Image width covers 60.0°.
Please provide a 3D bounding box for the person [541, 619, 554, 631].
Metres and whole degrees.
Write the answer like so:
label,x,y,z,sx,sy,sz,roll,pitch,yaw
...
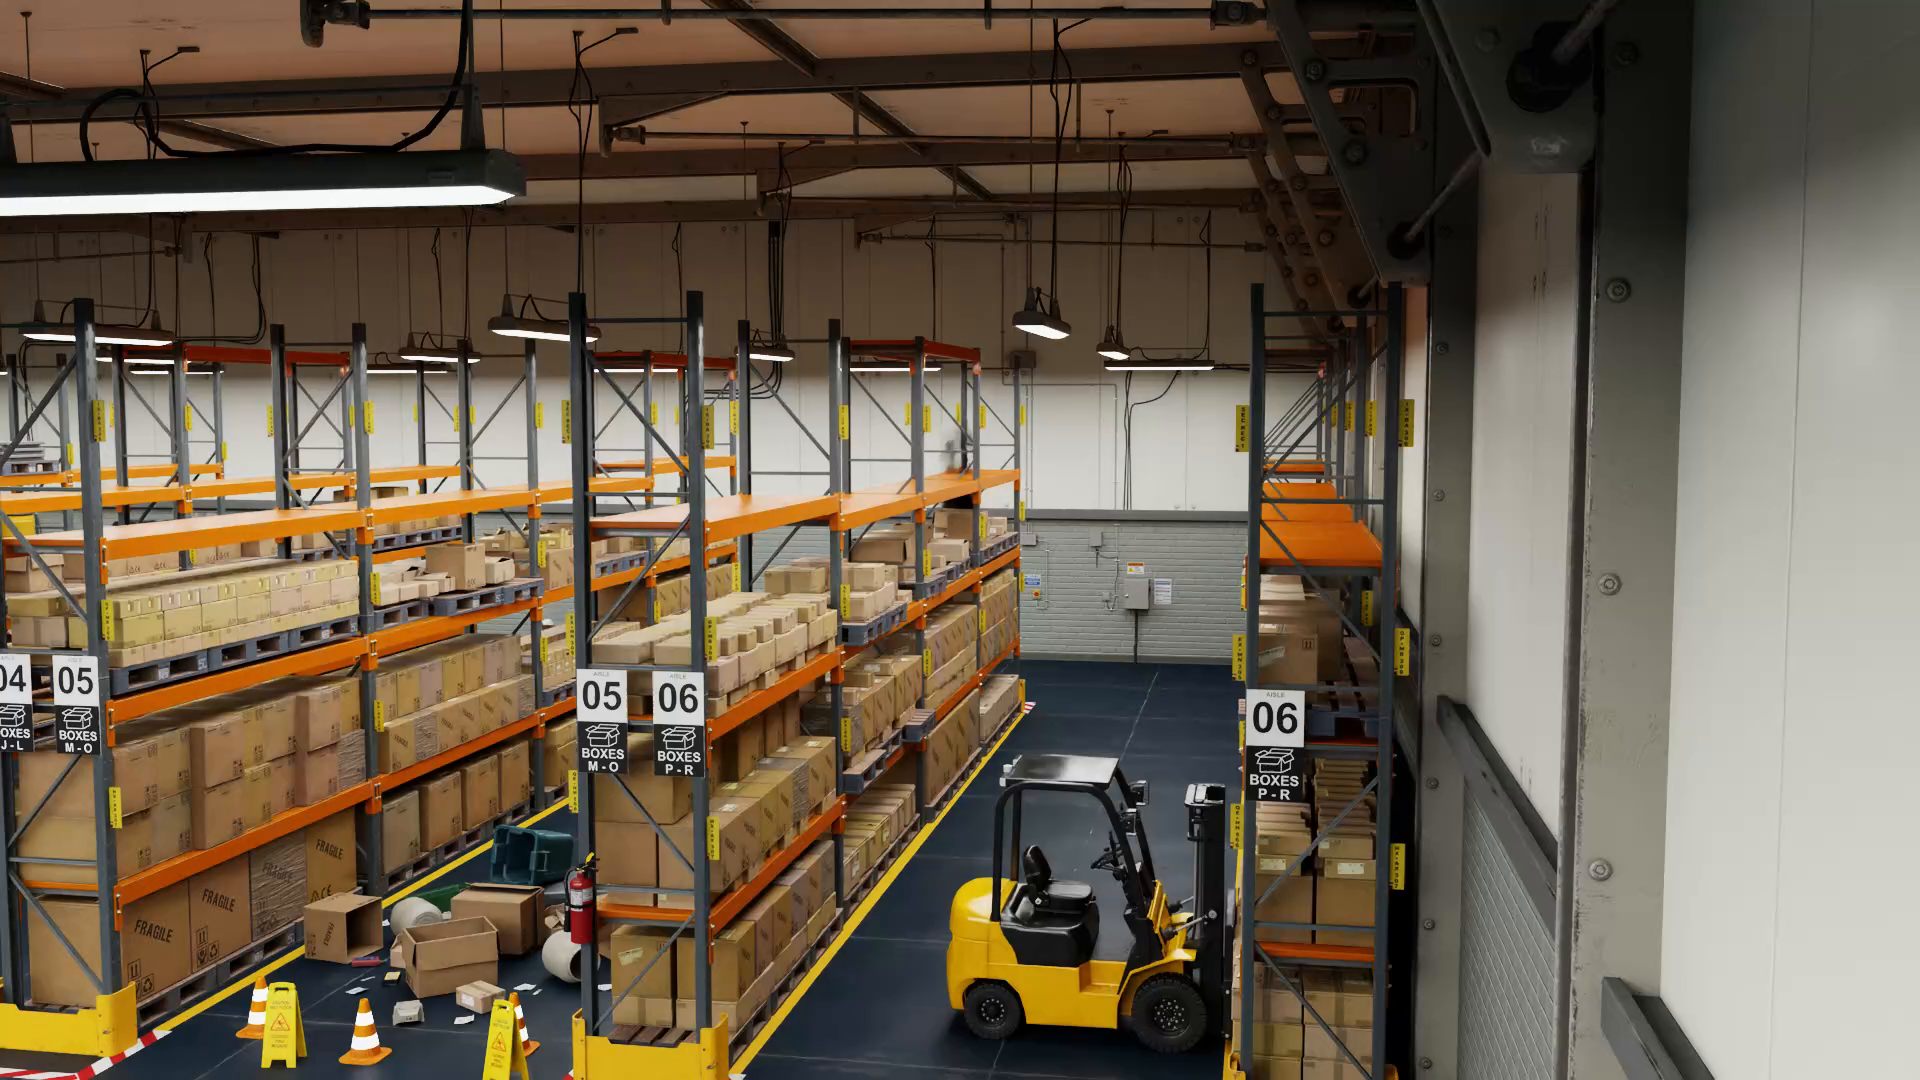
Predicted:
label,x,y,z,sx,sy,sz,roll,pitch,yaw
person,-6.546,2.141,26.606,0.691,1.784,0.970,1,5,10
